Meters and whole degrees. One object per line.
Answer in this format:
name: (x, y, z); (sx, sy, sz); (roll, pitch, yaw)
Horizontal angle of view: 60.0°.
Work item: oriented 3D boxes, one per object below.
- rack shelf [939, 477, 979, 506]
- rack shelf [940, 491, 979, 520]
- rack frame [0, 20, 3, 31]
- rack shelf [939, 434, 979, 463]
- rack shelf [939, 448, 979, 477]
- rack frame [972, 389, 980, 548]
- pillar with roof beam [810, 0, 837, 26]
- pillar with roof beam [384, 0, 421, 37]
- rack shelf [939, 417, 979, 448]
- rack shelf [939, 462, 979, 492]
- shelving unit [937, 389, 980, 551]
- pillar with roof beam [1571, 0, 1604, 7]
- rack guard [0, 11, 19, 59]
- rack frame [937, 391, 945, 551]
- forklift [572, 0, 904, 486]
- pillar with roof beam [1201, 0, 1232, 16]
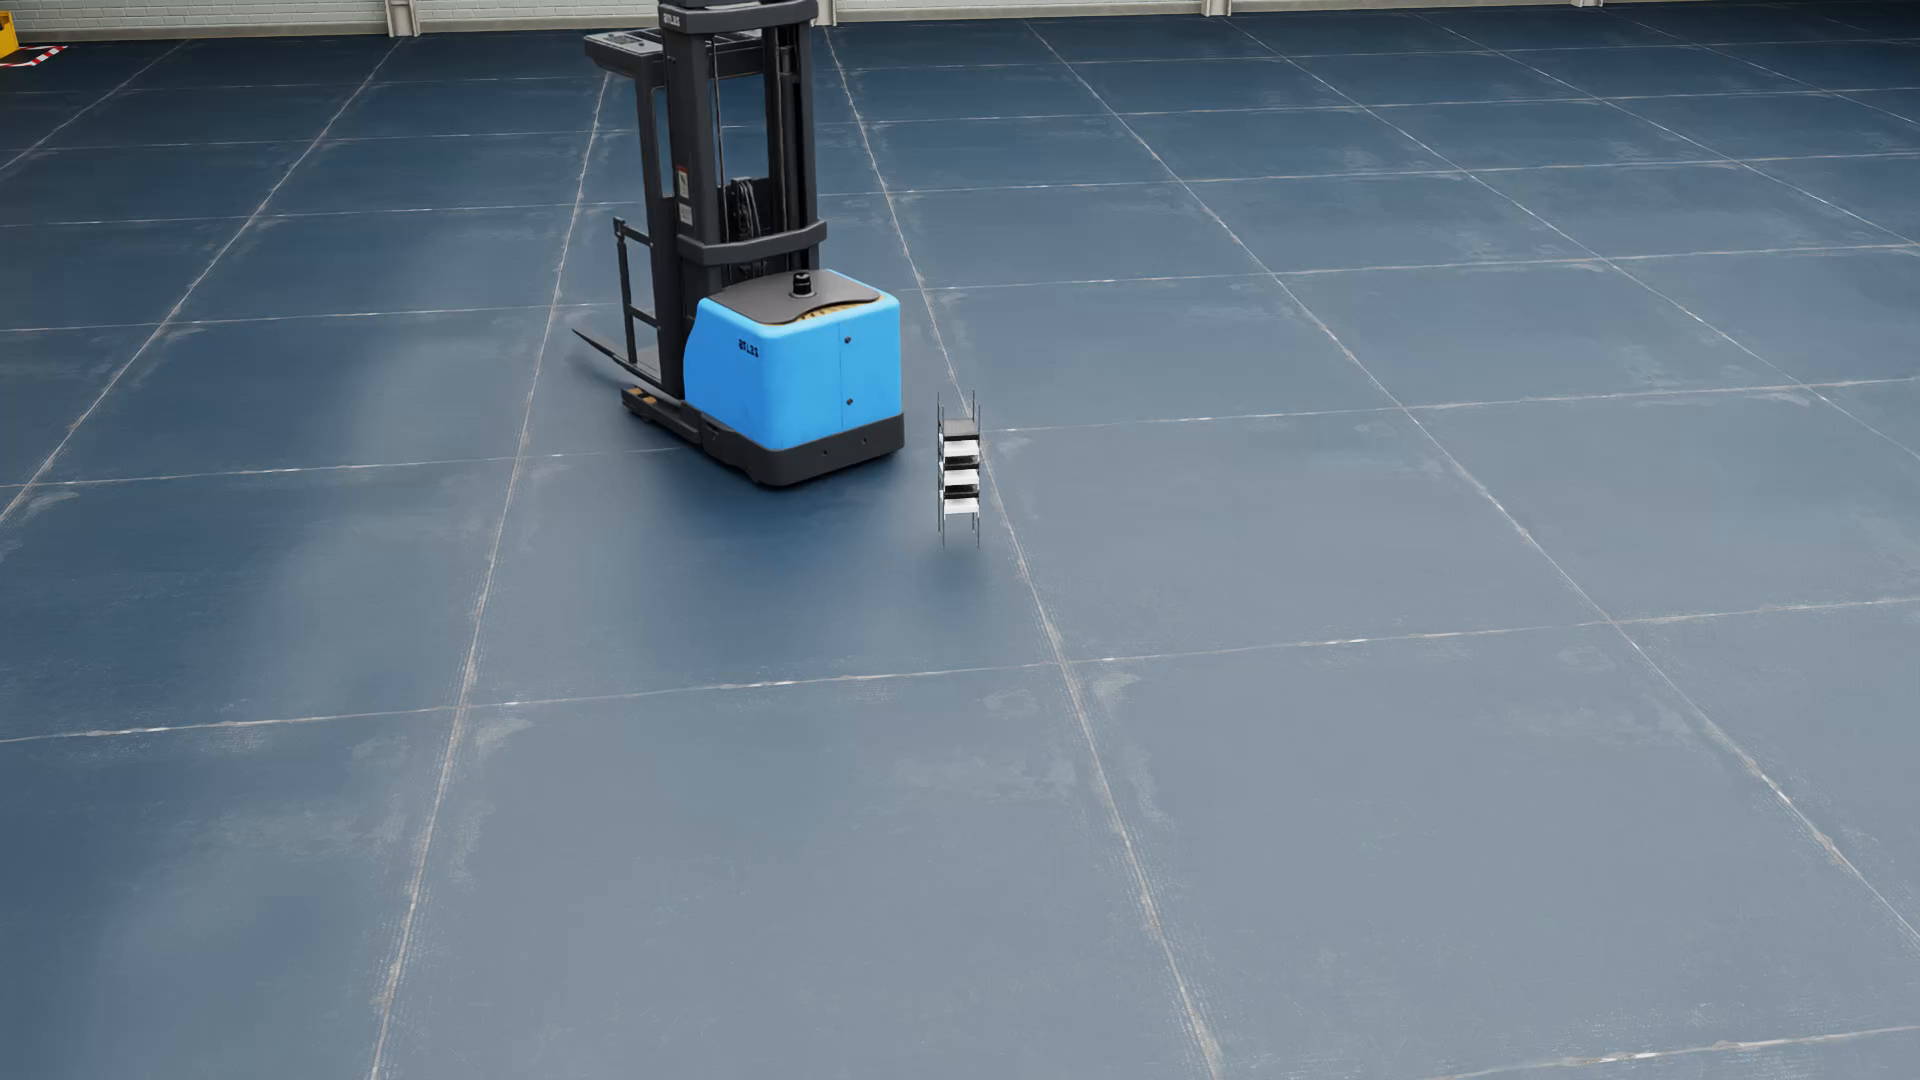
rack shelf: (-0.008, -0.290, 9.600); (0.200, 0.077, 0.258); (-4, 27, -7)
rack shelf: (-0.008, -0.210, 9.641); (0.200, 0.077, 0.258); (-4, 27, -7)
rack frame: (-13.104, -7.858, 21.779); (0.127, 3.000, 1.000); (-4, 27, -7)
rack shelf: (-0.008, -0.530, 9.477); (0.200, 0.077, 0.258); (-4, 27, -7)
rack shelf: (-0.008, -0.450, 9.518); (0.200, 0.077, 0.258); (-4, 27, -7)
rack frame: (0.093, -0.406, 9.556); (0.006, 0.900, 0.240); (-4, 27, -7)
pillar with roof beam: (-1.436, -9.708, 18.812); (0.400, 9.000, 9.100); (-4, 27, -7)
pillar with roof beam: (-7.378, -9.326, 18.068); (0.400, 9.000, 9.100); (-4, 27, -7)
rack shelf: (-0.008, -0.610, 9.436); (0.200, 0.077, 0.258); (-4, 27, -7)
rack shelf: (-0.008, -0.370, 9.559); (0.200, 0.077, 0.258); (-4, 27, -7)
shelving unit: (-0.008, -0.400, 9.544); (0.210, 0.900, 0.258); (-4, 27, -7)
pillar with roof beam: (10.447, -10.471, 20.300); (0.400, 9.000, 9.100); (-4, 27, -7)
rack guard: (-13.080, -6.748, 22.353); (0.348, 0.500, 1.175); (-4, 27, -7)
rack frame: (-0.109, -0.393, 9.531); (0.006, 0.900, 0.240); (-4, 27, -7)
forklift: (-1.675, -2.240, 10.905); (1.130, 2.935, 3.031); (-20, 33, -34)
pillar with roof beam: (4.505, -10.089, 19.556); (0.400, 9.000, 9.100); (-4, 27, -7)
